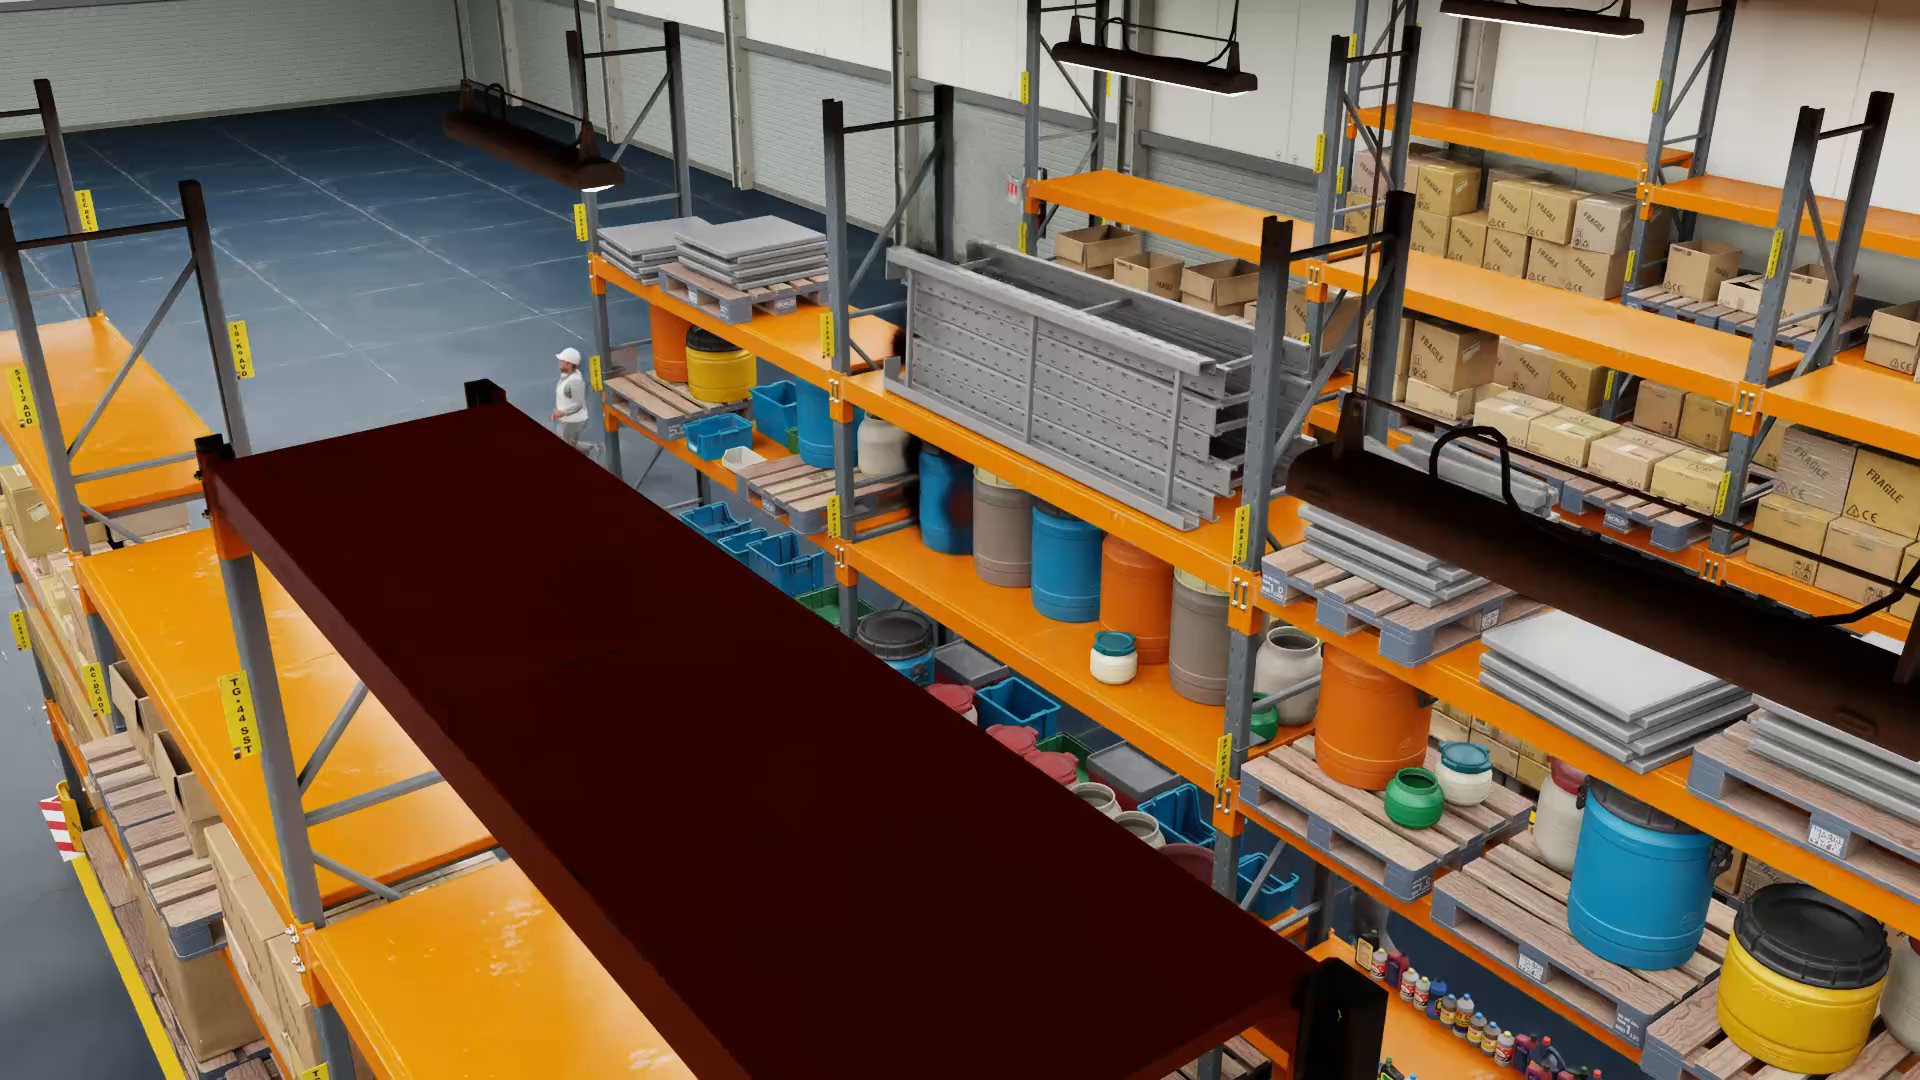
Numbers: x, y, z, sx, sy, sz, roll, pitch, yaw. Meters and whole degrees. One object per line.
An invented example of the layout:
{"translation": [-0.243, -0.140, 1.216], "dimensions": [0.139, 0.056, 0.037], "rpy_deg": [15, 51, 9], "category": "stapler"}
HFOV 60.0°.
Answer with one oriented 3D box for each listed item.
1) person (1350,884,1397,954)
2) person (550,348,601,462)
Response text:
{"translation": [2.928, 2.463, 11.688], "dimensions": [0.546, 1.765, 0.757], "rpy_deg": [-16, 29, -30], "category": "person"}
{"translation": [-4.690, -1.500, 20.195], "dimensions": [0.581, 1.726, 0.662], "rpy_deg": [-8, 26, -16], "category": "person"}
